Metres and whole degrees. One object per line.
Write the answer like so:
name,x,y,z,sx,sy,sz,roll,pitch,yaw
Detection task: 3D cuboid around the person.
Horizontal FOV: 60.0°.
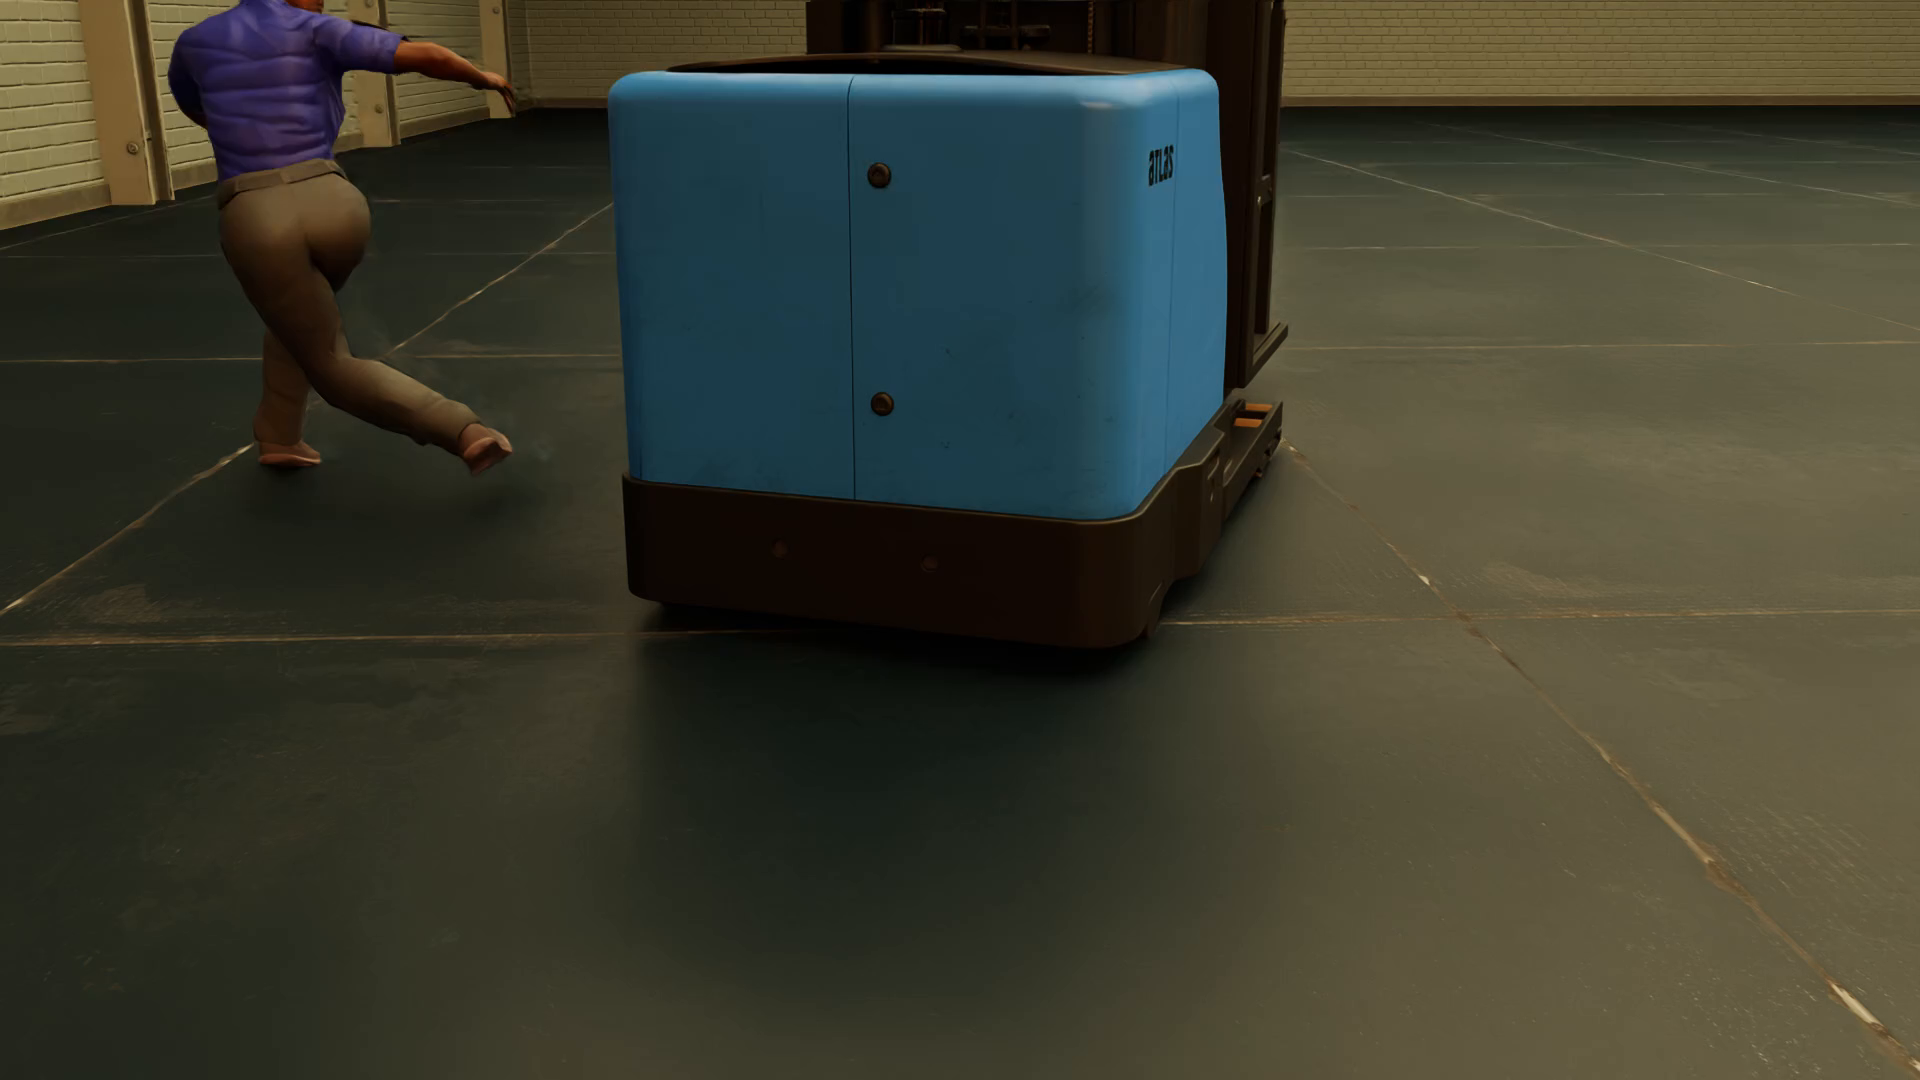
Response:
person,-1.576,-0.859,4.376,0.827,1.446,1.088,-8,19,-25

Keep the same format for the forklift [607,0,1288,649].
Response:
forklift,0.270,-1.594,4.120,1.130,2.935,3.031,5,18,17
